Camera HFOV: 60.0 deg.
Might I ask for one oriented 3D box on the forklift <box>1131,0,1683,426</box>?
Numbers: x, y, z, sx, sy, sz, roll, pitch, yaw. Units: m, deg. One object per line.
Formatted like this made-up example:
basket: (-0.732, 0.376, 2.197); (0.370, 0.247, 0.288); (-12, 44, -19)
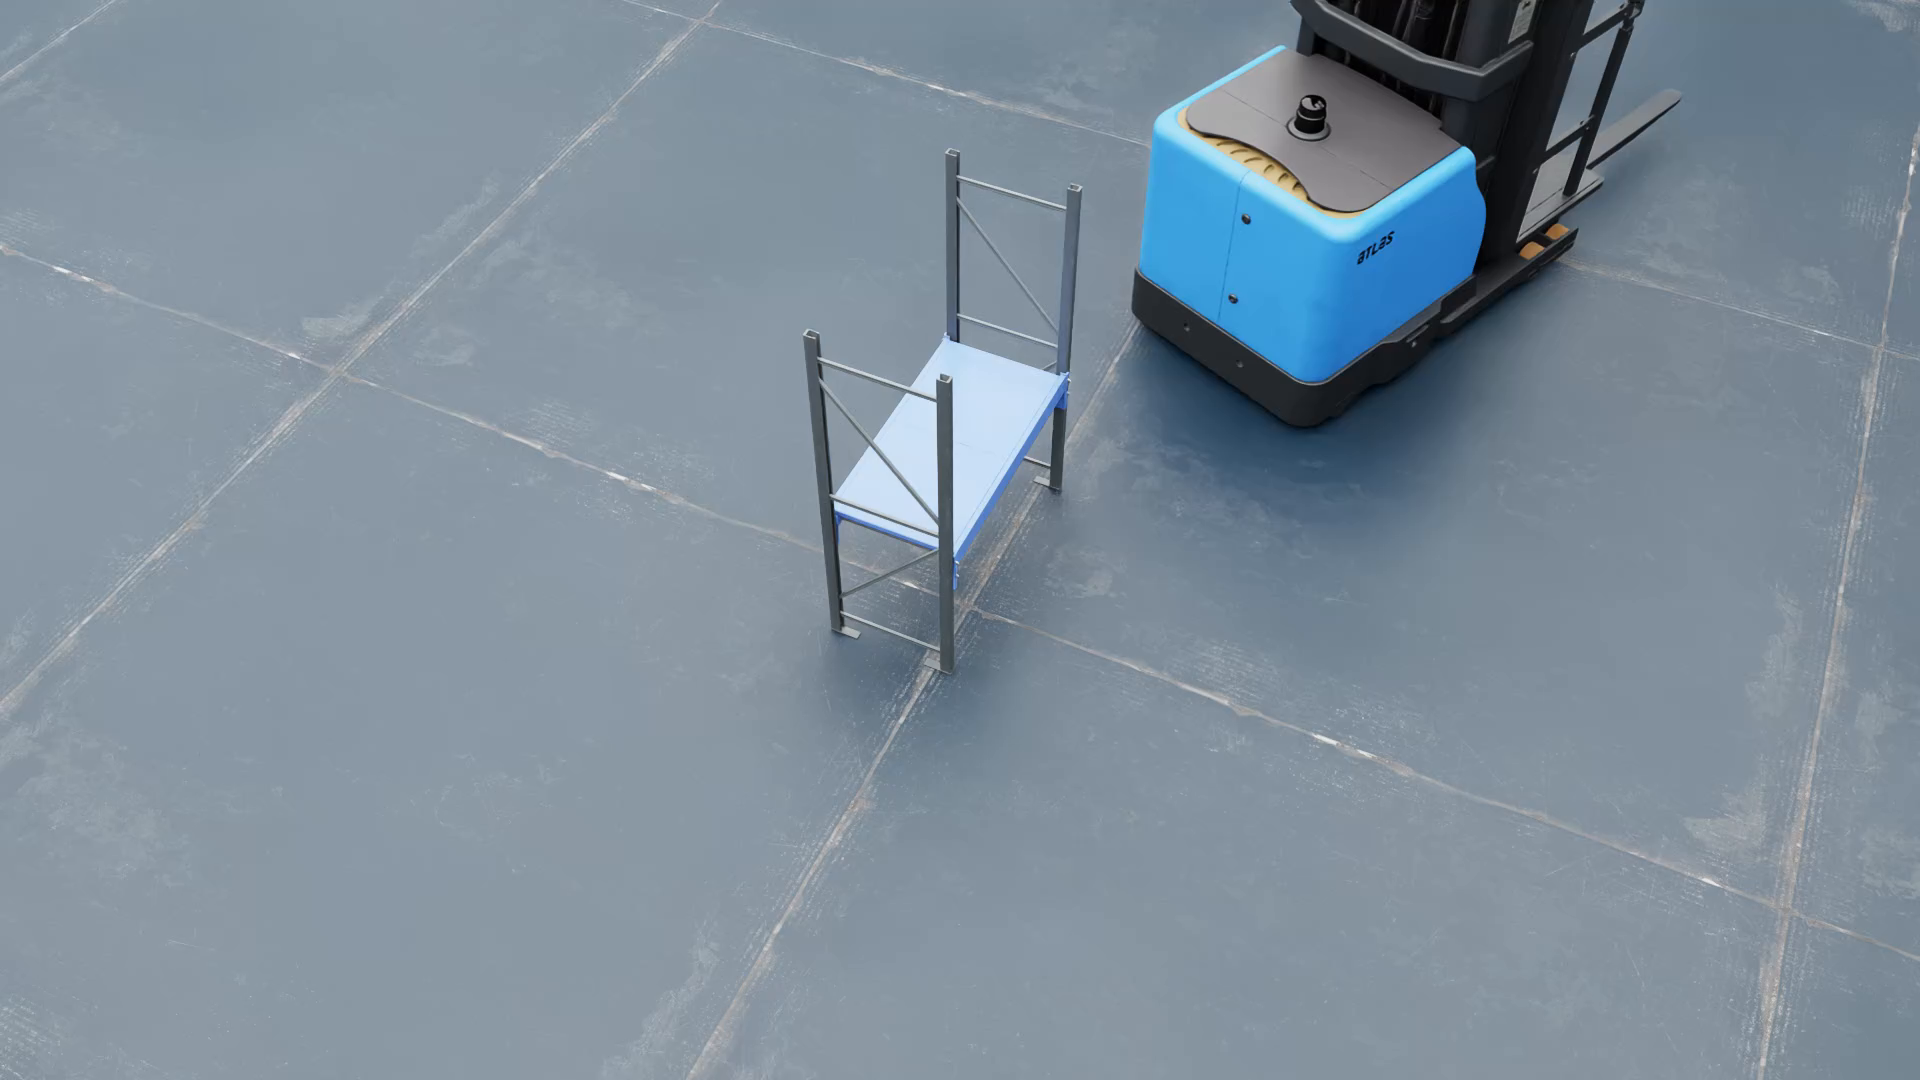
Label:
forklift: (2.188, -2.406, 6.688); (3.031, 2.935, 1.130); (-34, 58, -26)

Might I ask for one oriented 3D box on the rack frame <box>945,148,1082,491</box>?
rack frame: (0.181, -0.777, 6.242); (0.500, 1.500, 0.032); (20, 52, 16)

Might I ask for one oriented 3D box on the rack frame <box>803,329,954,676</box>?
rack frame: (-0.254, -0.077, 5.646); (0.500, 1.500, 0.032); (20, 52, 16)

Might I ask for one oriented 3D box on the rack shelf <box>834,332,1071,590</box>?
rack shelf: (-0.036, -0.311, 6.081); (0.538, 0.185, 1.000); (20, 52, 16)

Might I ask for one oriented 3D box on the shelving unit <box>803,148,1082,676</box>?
shelving unit: (-0.036, -0.427, 5.944); (0.538, 1.500, 1.048); (20, 52, 16)
